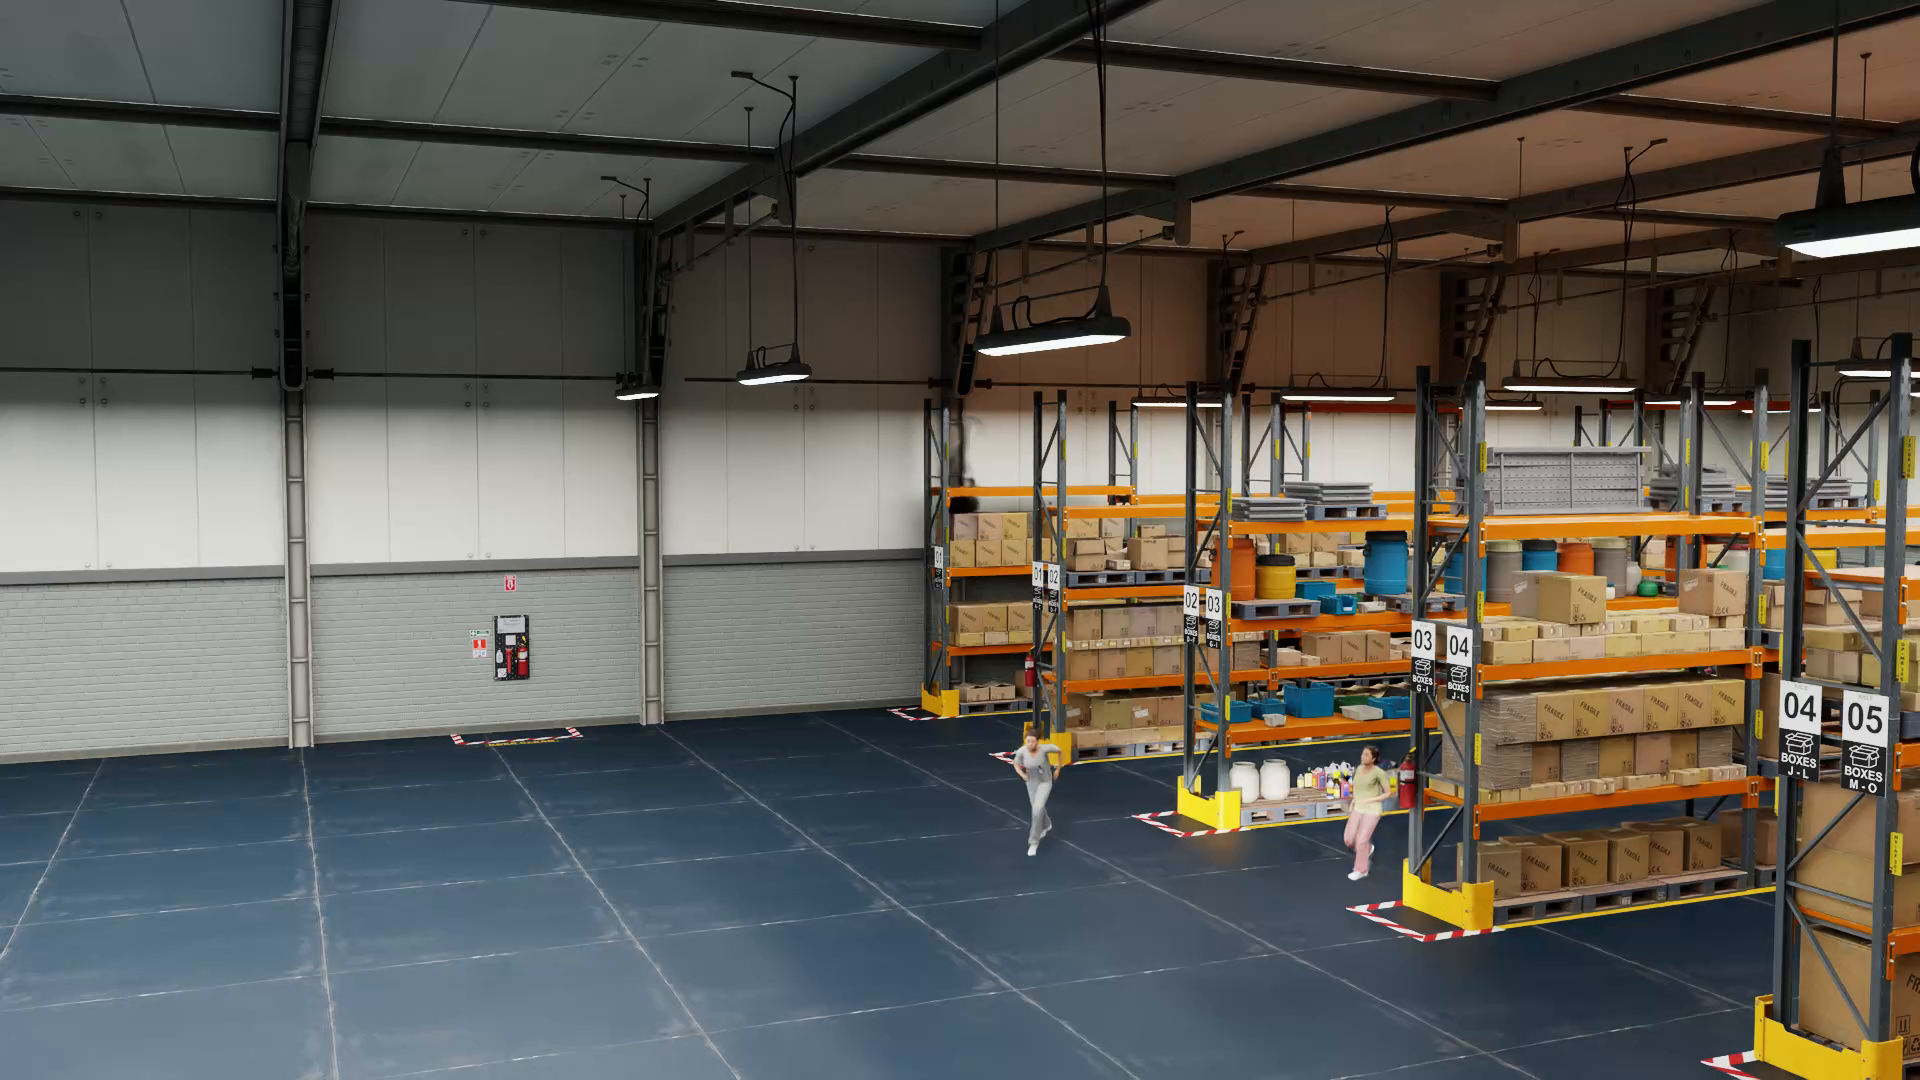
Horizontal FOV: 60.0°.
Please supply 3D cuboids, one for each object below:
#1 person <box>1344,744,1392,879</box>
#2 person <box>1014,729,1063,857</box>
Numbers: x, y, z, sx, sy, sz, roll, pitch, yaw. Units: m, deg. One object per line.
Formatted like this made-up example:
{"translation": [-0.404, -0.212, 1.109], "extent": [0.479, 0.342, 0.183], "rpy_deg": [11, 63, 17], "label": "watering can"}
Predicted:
{"translation": [4.832, 3.211, 19.613], "extent": [0.543, 1.627, 0.587], "rpy_deg": [-3, 4, -39], "label": "person"}
{"translation": [1.024, 3.164, 21.123], "extent": [0.606, 1.605, 0.953], "rpy_deg": [1, 4, 16], "label": "person"}
